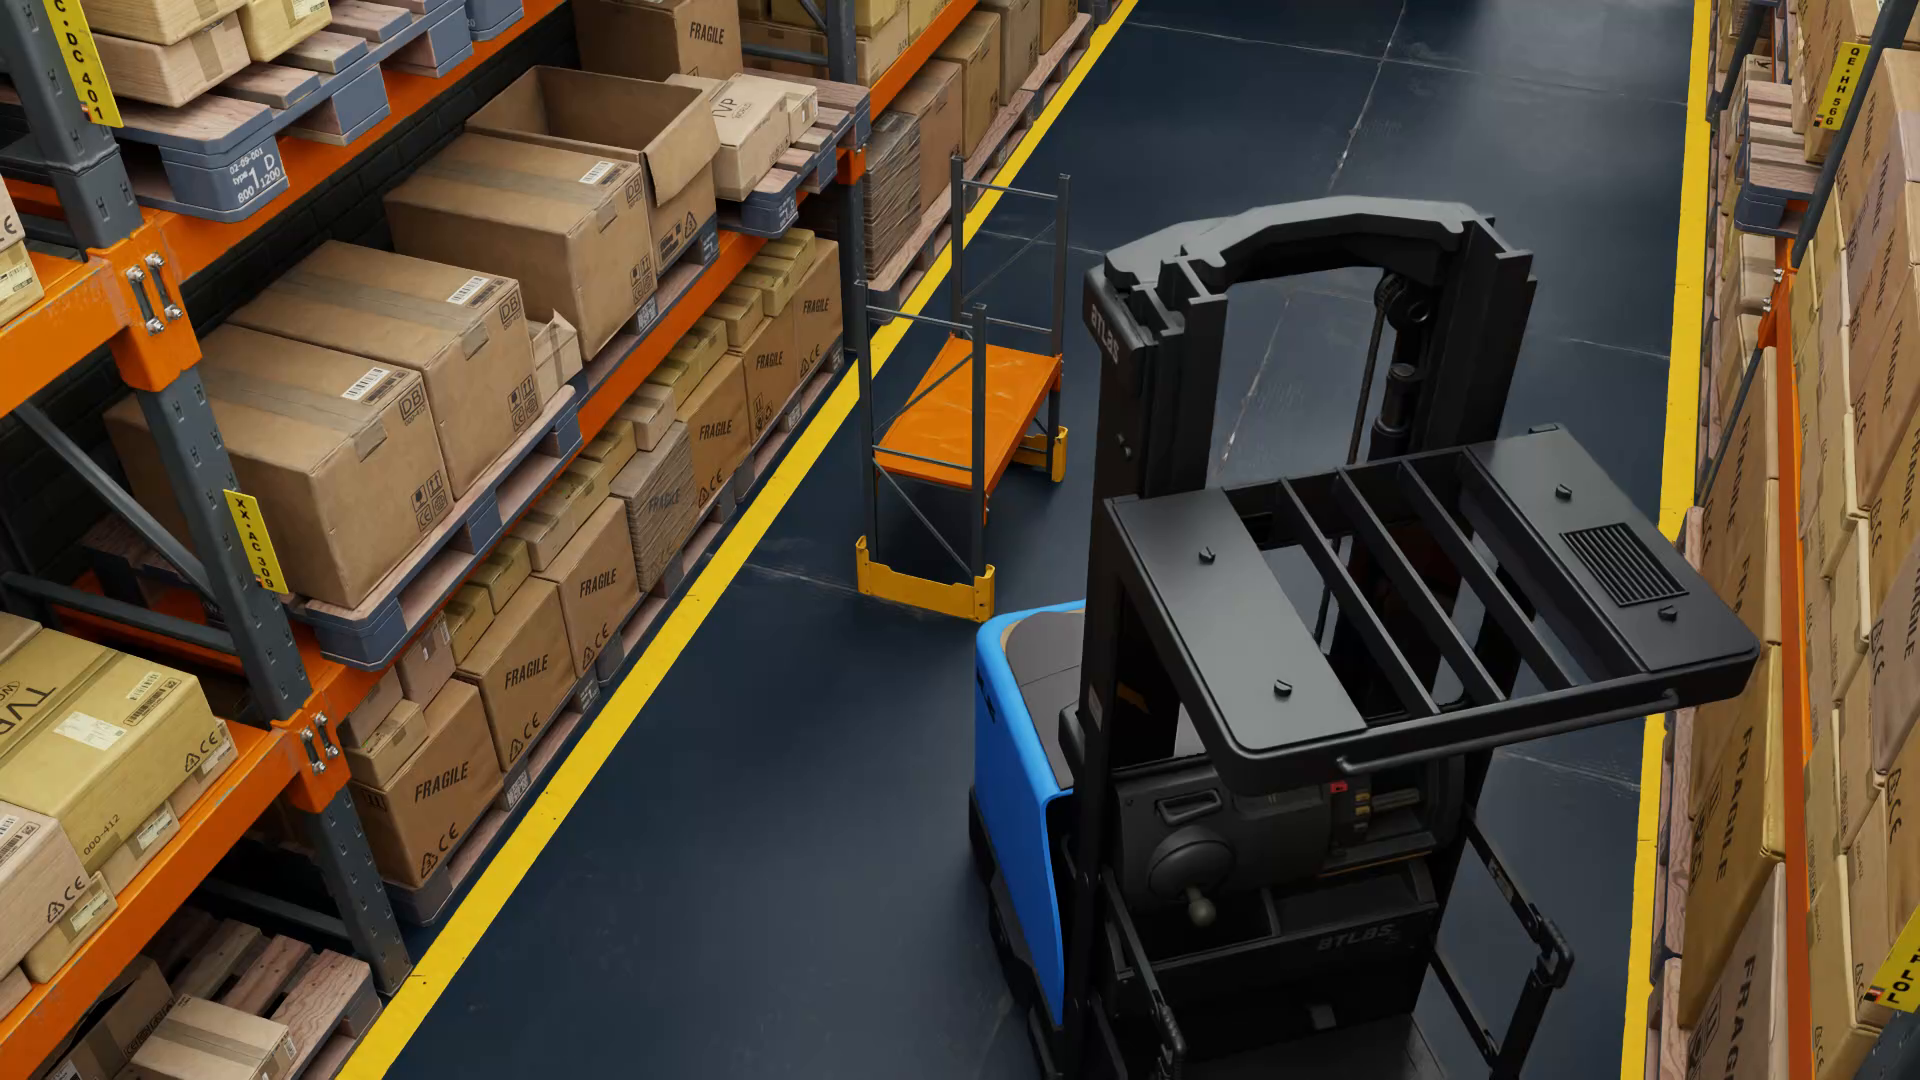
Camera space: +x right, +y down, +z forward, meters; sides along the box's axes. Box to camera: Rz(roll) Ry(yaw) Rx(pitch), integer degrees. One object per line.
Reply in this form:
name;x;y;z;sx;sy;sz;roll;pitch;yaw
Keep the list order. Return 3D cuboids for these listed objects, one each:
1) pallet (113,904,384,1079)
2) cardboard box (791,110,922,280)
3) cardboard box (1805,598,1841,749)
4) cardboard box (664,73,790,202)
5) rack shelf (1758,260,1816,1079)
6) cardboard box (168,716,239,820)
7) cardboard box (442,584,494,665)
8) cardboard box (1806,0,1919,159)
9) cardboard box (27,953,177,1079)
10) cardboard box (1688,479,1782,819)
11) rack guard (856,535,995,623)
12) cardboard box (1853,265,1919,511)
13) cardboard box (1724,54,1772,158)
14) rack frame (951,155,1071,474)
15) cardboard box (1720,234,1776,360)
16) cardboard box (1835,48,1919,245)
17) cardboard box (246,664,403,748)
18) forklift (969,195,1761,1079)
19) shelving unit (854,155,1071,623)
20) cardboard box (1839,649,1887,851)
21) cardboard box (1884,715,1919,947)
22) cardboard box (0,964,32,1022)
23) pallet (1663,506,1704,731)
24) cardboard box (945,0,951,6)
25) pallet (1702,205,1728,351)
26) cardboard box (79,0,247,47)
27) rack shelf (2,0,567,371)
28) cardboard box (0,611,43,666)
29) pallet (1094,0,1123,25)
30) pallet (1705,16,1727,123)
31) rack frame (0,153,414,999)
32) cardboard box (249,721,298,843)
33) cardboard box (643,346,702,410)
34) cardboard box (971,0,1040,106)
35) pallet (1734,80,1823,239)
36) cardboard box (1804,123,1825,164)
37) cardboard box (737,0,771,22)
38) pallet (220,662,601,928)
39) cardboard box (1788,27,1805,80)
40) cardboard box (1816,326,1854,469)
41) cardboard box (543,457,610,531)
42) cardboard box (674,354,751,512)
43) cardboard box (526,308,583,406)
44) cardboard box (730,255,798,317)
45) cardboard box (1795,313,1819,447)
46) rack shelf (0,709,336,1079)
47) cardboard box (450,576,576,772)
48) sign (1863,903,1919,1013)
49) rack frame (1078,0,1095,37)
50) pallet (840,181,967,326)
pallet;-2.554;1.701;5.094;1.003;0.211;1.213;13;42;15
cardboard box;-0.724;-1.852;8.616;0.875;0.625;0.625;15;43;16
cardboard box;2.630;0.434;4.546;0.500;0.250;0.500;12;42;14
cardboard box;-1.007;-1.606;6.613;0.500;0.250;0.500;11;42;13
rack shelf;3.031;0.374;5.054;1.077;0.370;4.000;13;42;15
cardboard box;-2.190;0.567;4.468;0.380;0.149;0.250;14;42;16
cardboard box;-1.846;0.261;5.736;0.380;0.149;0.250;11;42;13
cardboard box;3.610;-1.769;6.383;0.500;0.500;0.500;12;42;14
cardboard box;-2.766;1.435;5.005;0.500;0.311;0.500;15;43;17
cardboard box;3.092;0.475;5.695;0.875;0.875;0.875;14;42;16
rack guard;-0.144;0.162;6.867;0.587;0.250;0.087;13;42;15
cardboard box;2.789;-0.367;4.522;0.500;0.500;0.500;14;42;16
cardboard box;4.906;-2.399;9.451;0.950;0.372;0.625;14;42;16
rack frame;0.203;-0.933;7.188;0.500;1.500;0.032;13;42;15
cardboard box;4.163;-1.074;7.898;0.950;0.372;0.625;13;42;14
cardboard box;3.317;-1.291;5.605;0.500;0.500;0.500;12;42;14
cardboard box;-2.002;0.479;5.251;0.380;0.149;0.250;13;42;14
forklift;0.903;0.797;4.058;1.130;2.935;3.031;-10;41;-11
shelving unit;0.026;-0.617;6.818;0.587;1.500;1.083;13;42;15
cardboard box;2.434;0.558;4.015;0.500;0.250;0.500;14;43;16
cardboard box;2.264;0.574;3.419;0.500;0.500;0.500;15;43;16
cardboard box;-2.440;1.049;3.903;0.380;0.149;0.250;14;43;16
pallet;3.375;0.406;6.612;1.003;0.211;1.213;13;42;15
cardboard box;-0.223;-2.999;8.570;0.500;0.250;0.500;12;42;14
pallet;4.403;-1.276;8.583;1.003;0.211;1.213;13;42;15
cardboard box;-1.804;-1.220;3.622;0.380;0.149;0.250;14;43;16
rack shelf;-1.634;-1.866;5.369;1.077;0.370;4.000;13;42;15
cardboard box;-2.741;0.407;4.348;0.500;0.250;0.500;13;42;15
pallet;0.729;-4.073;11.862;1.003;0.211;1.213;13;42;15
pallet;5.280;-2.916;10.505;1.003;0.211;1.213;13;42;15
rack frame;-2.318;0.221;4.680;1.000;3.000;0.127;13;42;15
cardboard box;-2.428;0.647;5.783;0.500;0.500;0.500;13;42;15
cardboard box;-1.295;-0.689;6.850;0.380;0.149;0.250;13;42;14
cardboard box;-0.023;-3.122;10.105;0.875;0.625;0.625;13;42;15
pallet;3.859;-1.505;6.850;1.213;0.211;1.003;13;42;15
cardboard box;3.630;-1.615;6.702;0.380;0.149;0.250;14;42;16
cardboard box;-1.058;-2.687;7.819;0.500;0.250;0.500;14;42;16
pallet;-2.076;0.777;6.176;1.003;0.211;1.213;13;42;15
cardboard box;3.849;-2.101;7.272;0.380;0.149;0.250;14;42;16
cardboard box;2.950;-0.382;5.117;0.500;0.250;0.500;13;42;15
cardboard box;-1.558;-0.205;6.281;0.380;0.149;0.250;15;43;17
cardboard box;-1.250;-0.499;7.126;0.500;0.500;0.500;15;43;17
cardboard box;-1.482;-0.650;5.480;0.396;0.266;0.258;15;43;17
cardboard box;-0.945;-1.143;7.382;0.380;0.149;0.250;11;42;13
cardboard box;3.153;-0.502;5.643;0.500;0.250;0.500;12;42;14
rack shelf;-3.002;1.715;3.483;1.077;0.370;4.000;13;42;15
cardboard box;-1.768;0.440;6.025;0.500;0.500;0.500;13;42;15
sign;1.834;0.796;3.175;0.100;0.325;0.005;13;42;15
rack frame;0.417;-4.658;10.399;1.000;3.000;0.127;13;42;15
pallet;-0.632;-1.651;9.023;1.003;0.211;1.213;13;42;15
